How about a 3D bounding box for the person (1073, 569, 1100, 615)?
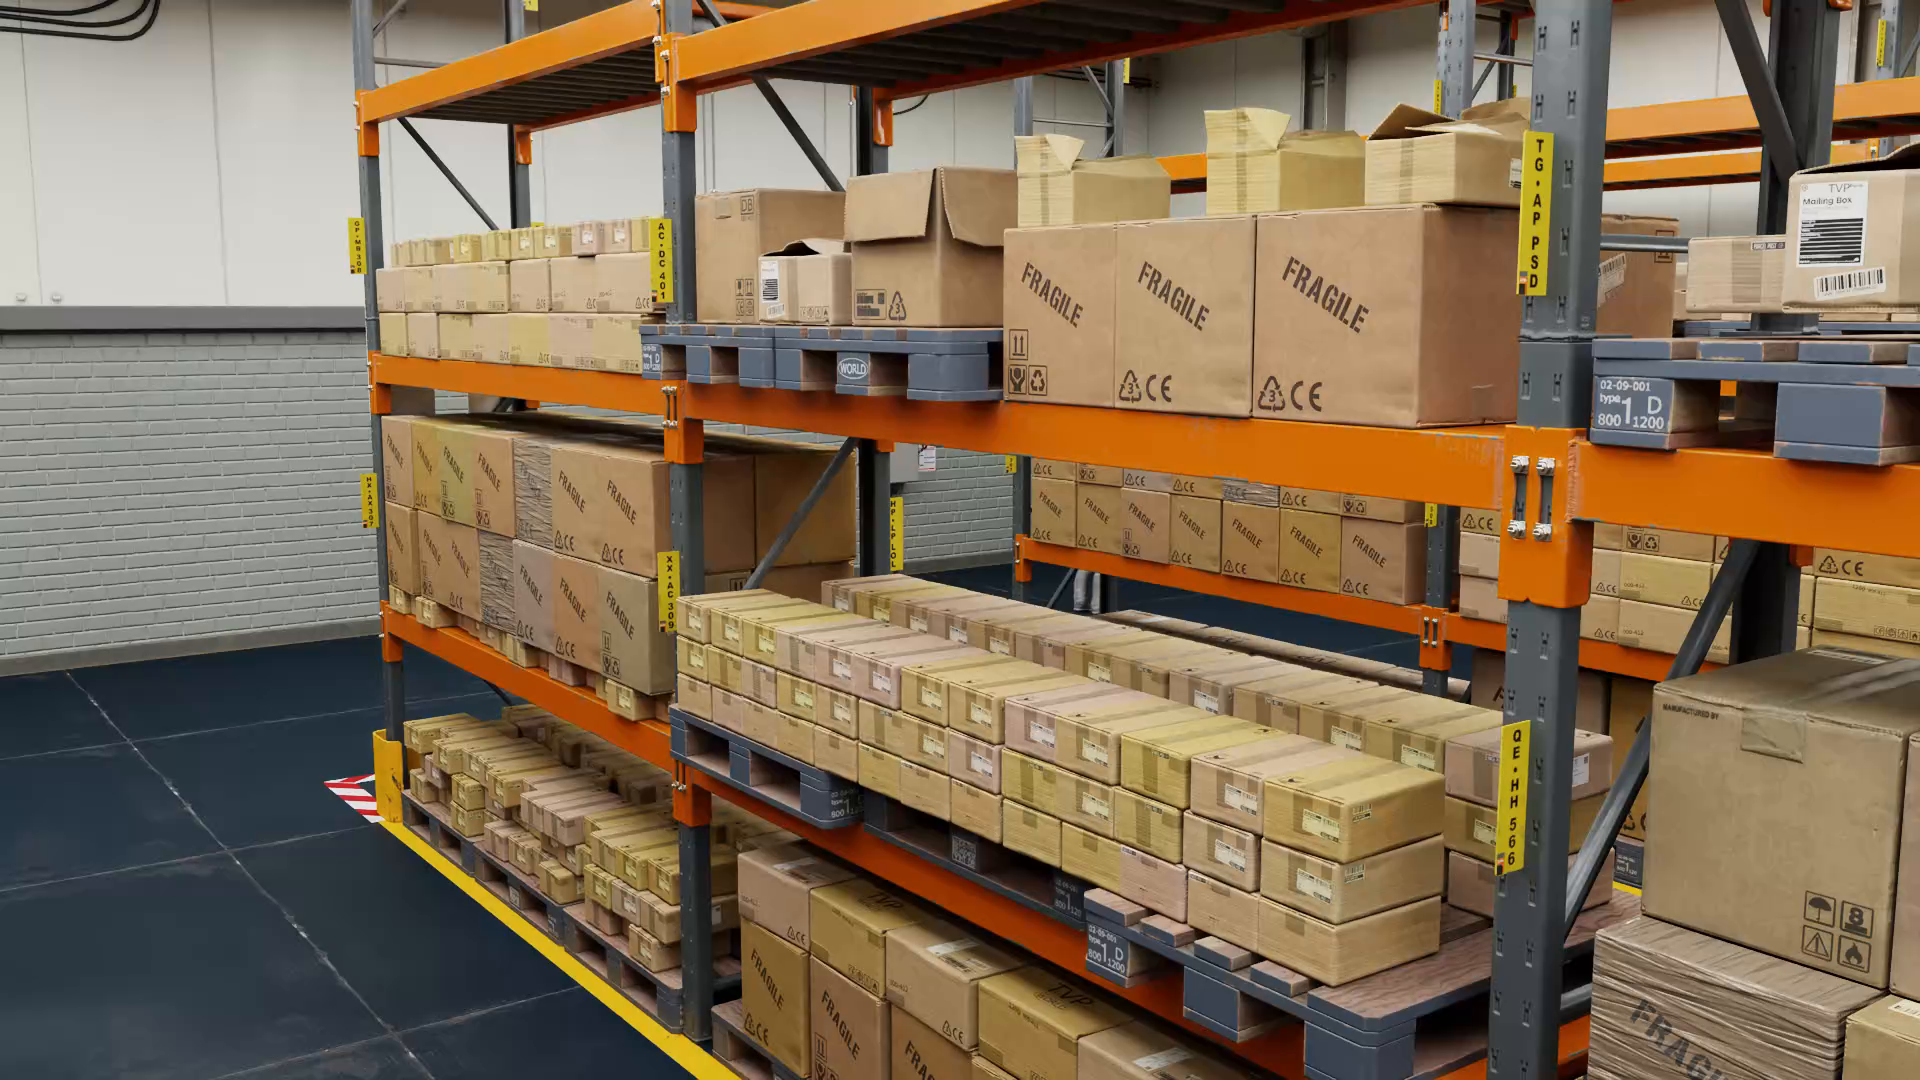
[{"bbox_3d":[1.368,-0.089,16.911,0.503,1.670,0.487,-6,10,-36],"label":"person"}]
